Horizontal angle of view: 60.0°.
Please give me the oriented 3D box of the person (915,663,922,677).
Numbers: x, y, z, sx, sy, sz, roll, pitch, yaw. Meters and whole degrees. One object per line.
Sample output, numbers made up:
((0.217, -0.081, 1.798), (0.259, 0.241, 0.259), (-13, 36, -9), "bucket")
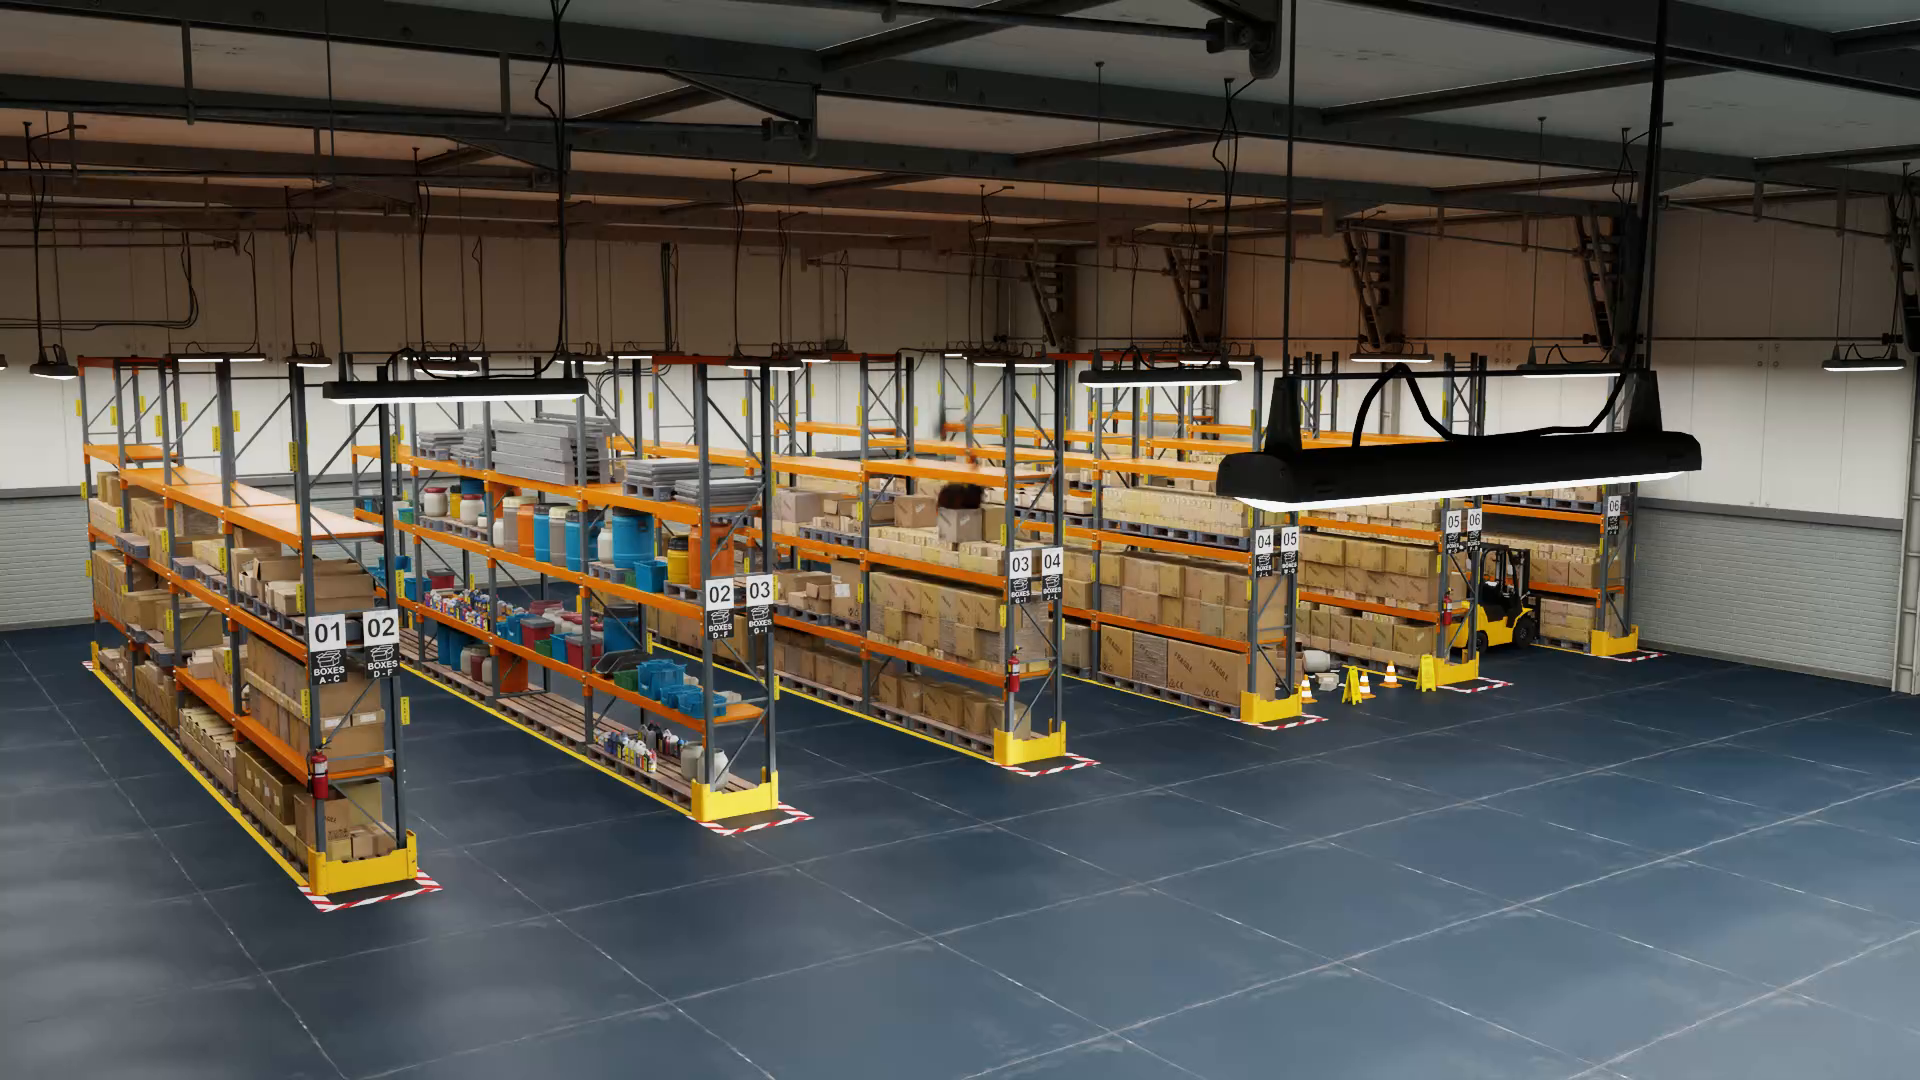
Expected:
((-0.812, 1.719, 30.990), (0.685, 1.756, 0.679), (-5, 8, -35), "person")
